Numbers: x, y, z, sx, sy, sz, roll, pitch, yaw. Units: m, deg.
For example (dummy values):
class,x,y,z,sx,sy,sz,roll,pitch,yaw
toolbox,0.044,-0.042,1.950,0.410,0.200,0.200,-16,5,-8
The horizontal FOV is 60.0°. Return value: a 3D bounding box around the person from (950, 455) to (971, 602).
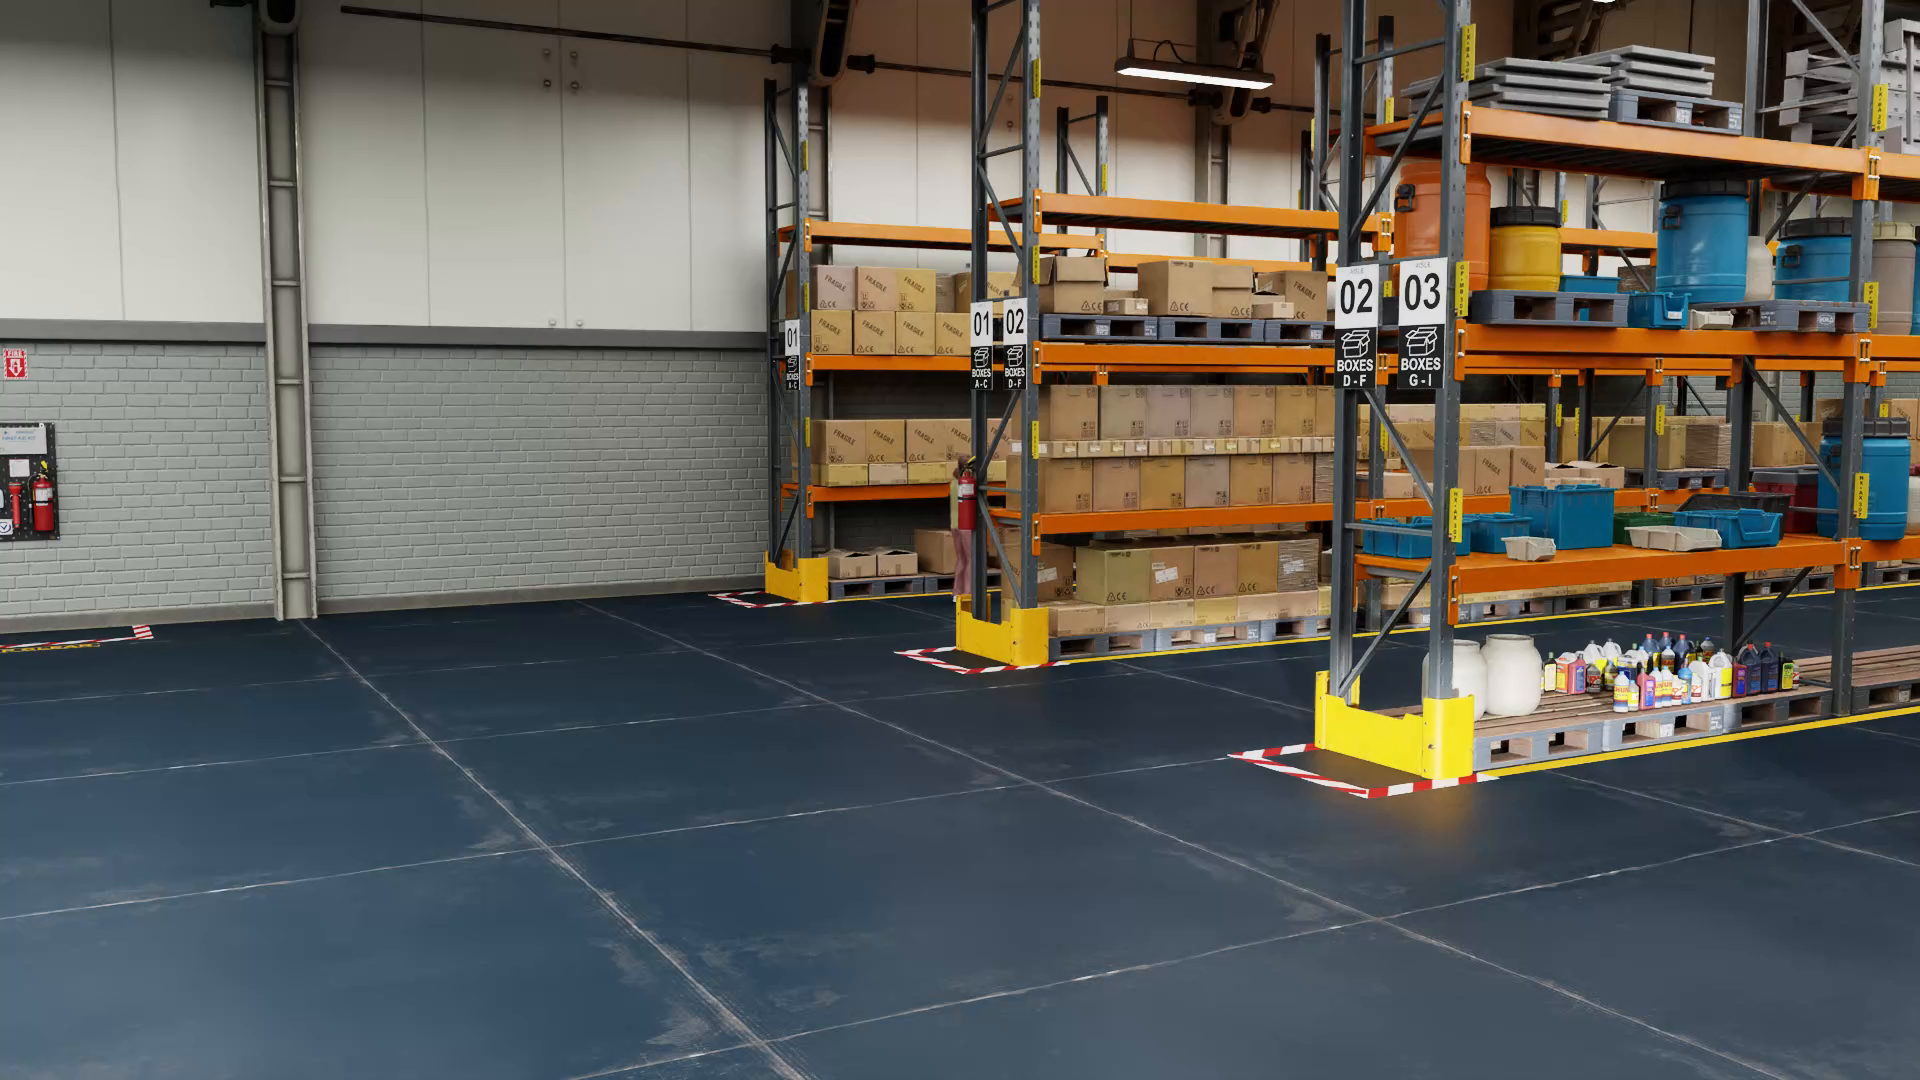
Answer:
class,x,y,z,sx,sy,sz,roll,pitch,yaw
person,0.079,-0.121,18.800,0.363,1.676,0.477,-3,6,-30
